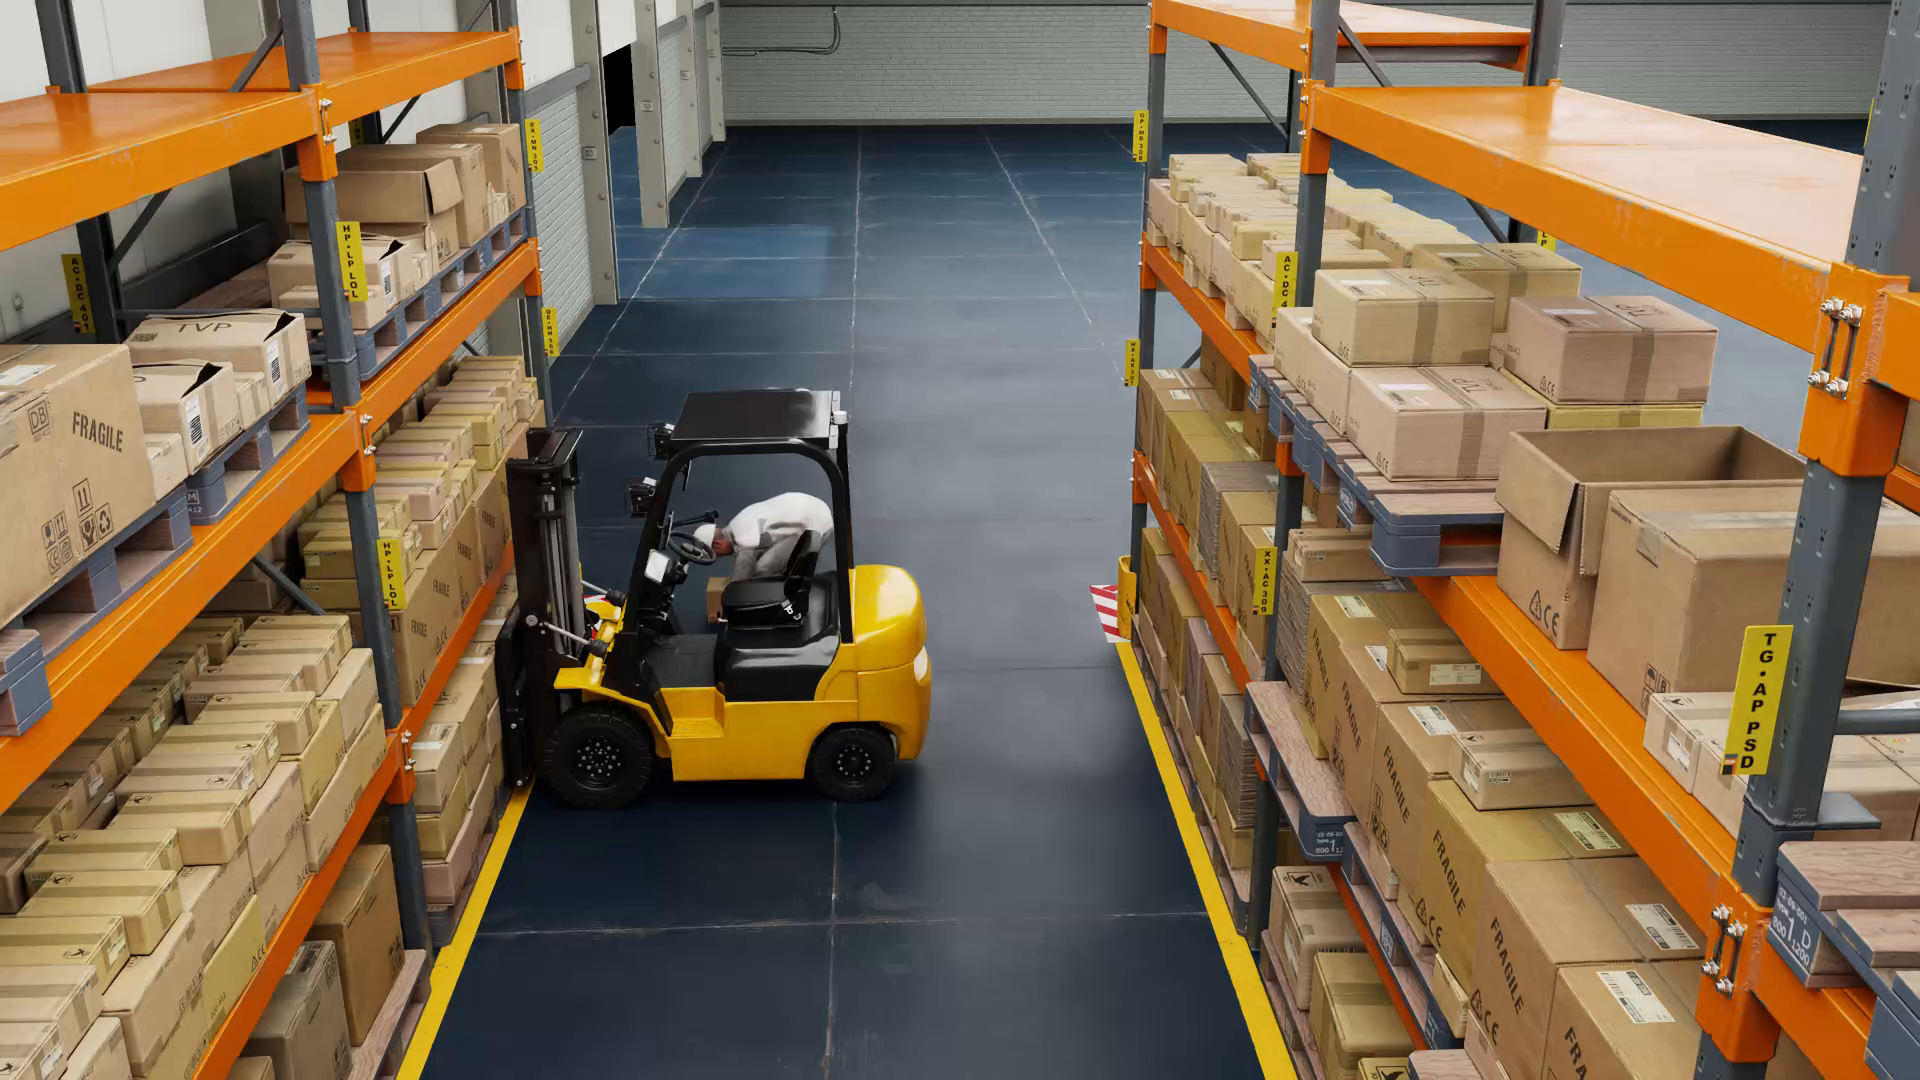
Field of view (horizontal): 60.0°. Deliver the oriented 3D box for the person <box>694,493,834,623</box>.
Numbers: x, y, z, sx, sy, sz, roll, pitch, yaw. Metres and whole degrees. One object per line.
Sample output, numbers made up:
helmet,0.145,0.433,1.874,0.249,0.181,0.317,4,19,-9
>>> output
person,-1.402,0.128,11.925,0.998,0.923,0.504,-2,20,-5
